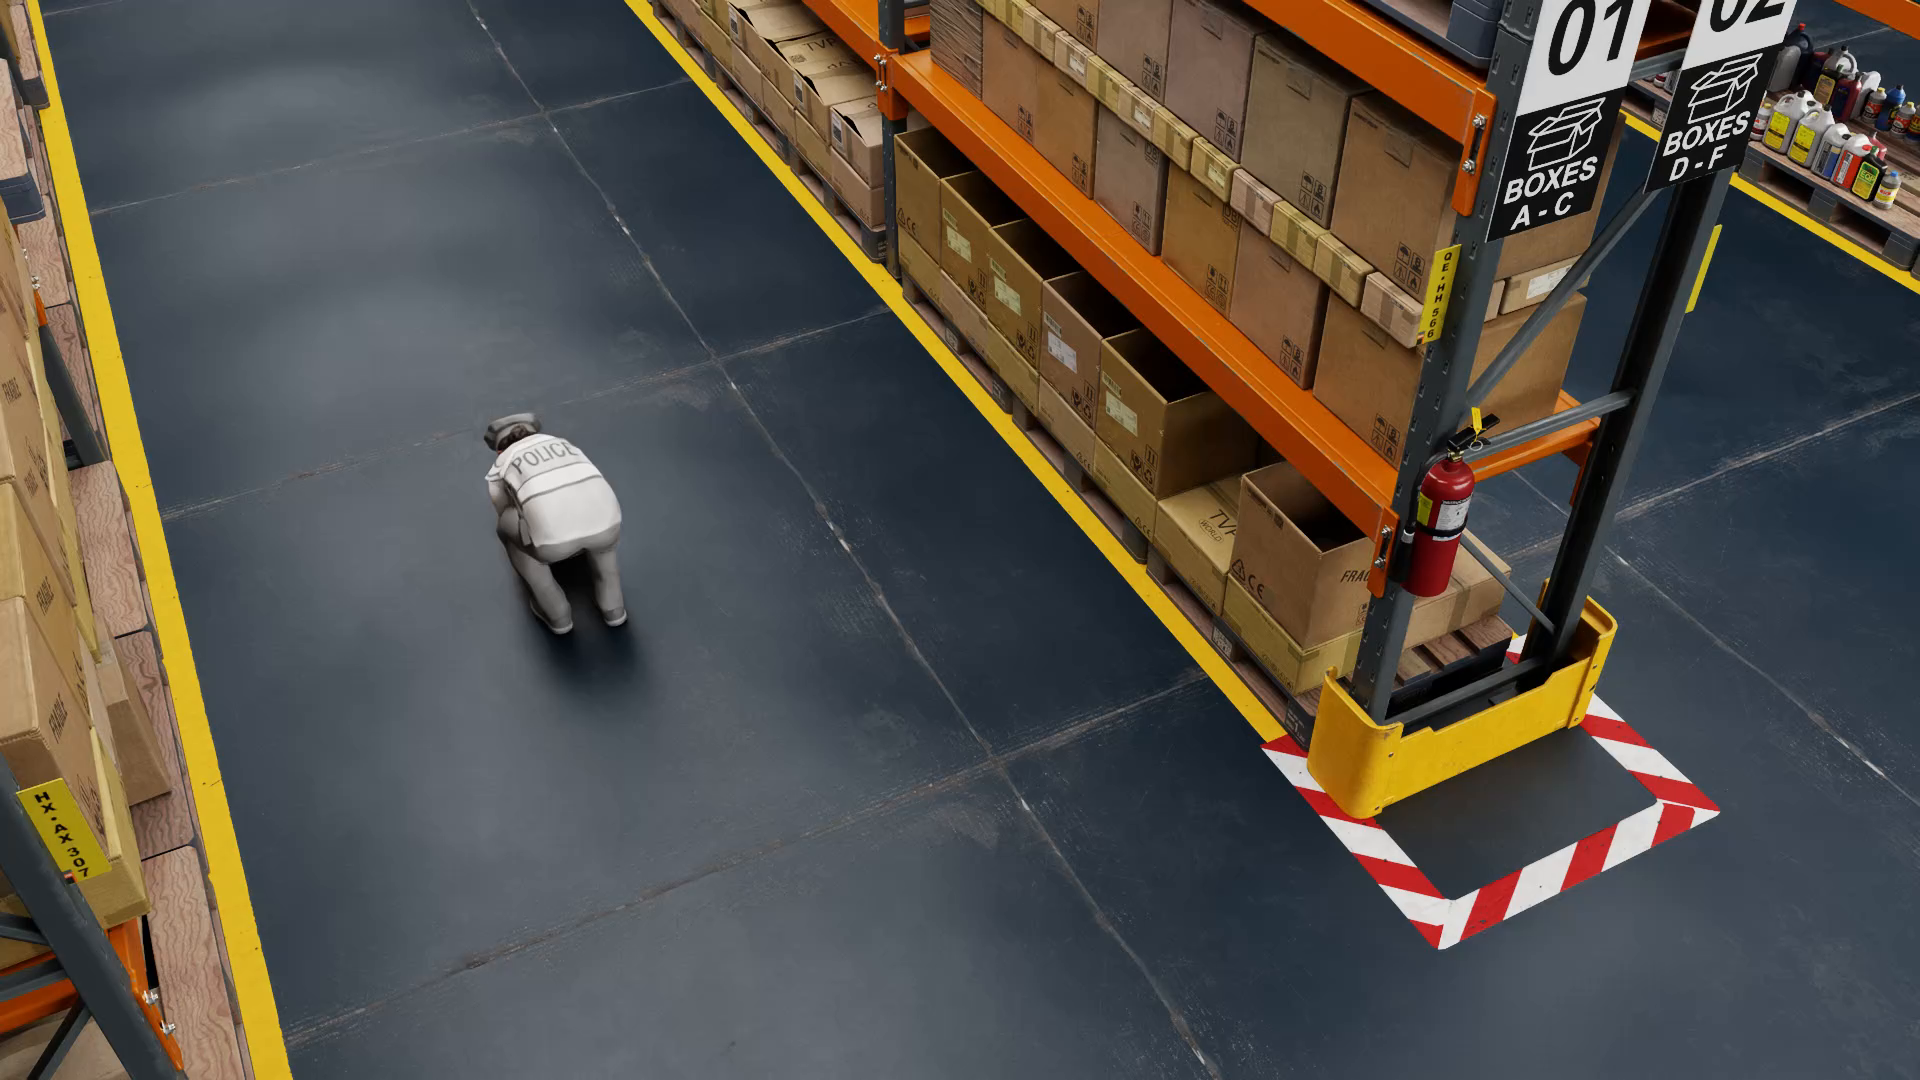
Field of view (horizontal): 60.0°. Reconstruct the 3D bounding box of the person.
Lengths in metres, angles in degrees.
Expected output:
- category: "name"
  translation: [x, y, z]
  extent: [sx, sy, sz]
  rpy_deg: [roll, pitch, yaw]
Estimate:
- category: "person"
  translation: [-1.699, -0.312, 6.709]
  extent: [0.412, 1.410, 0.832]
  rpy_deg: [-20, 45, -21]
